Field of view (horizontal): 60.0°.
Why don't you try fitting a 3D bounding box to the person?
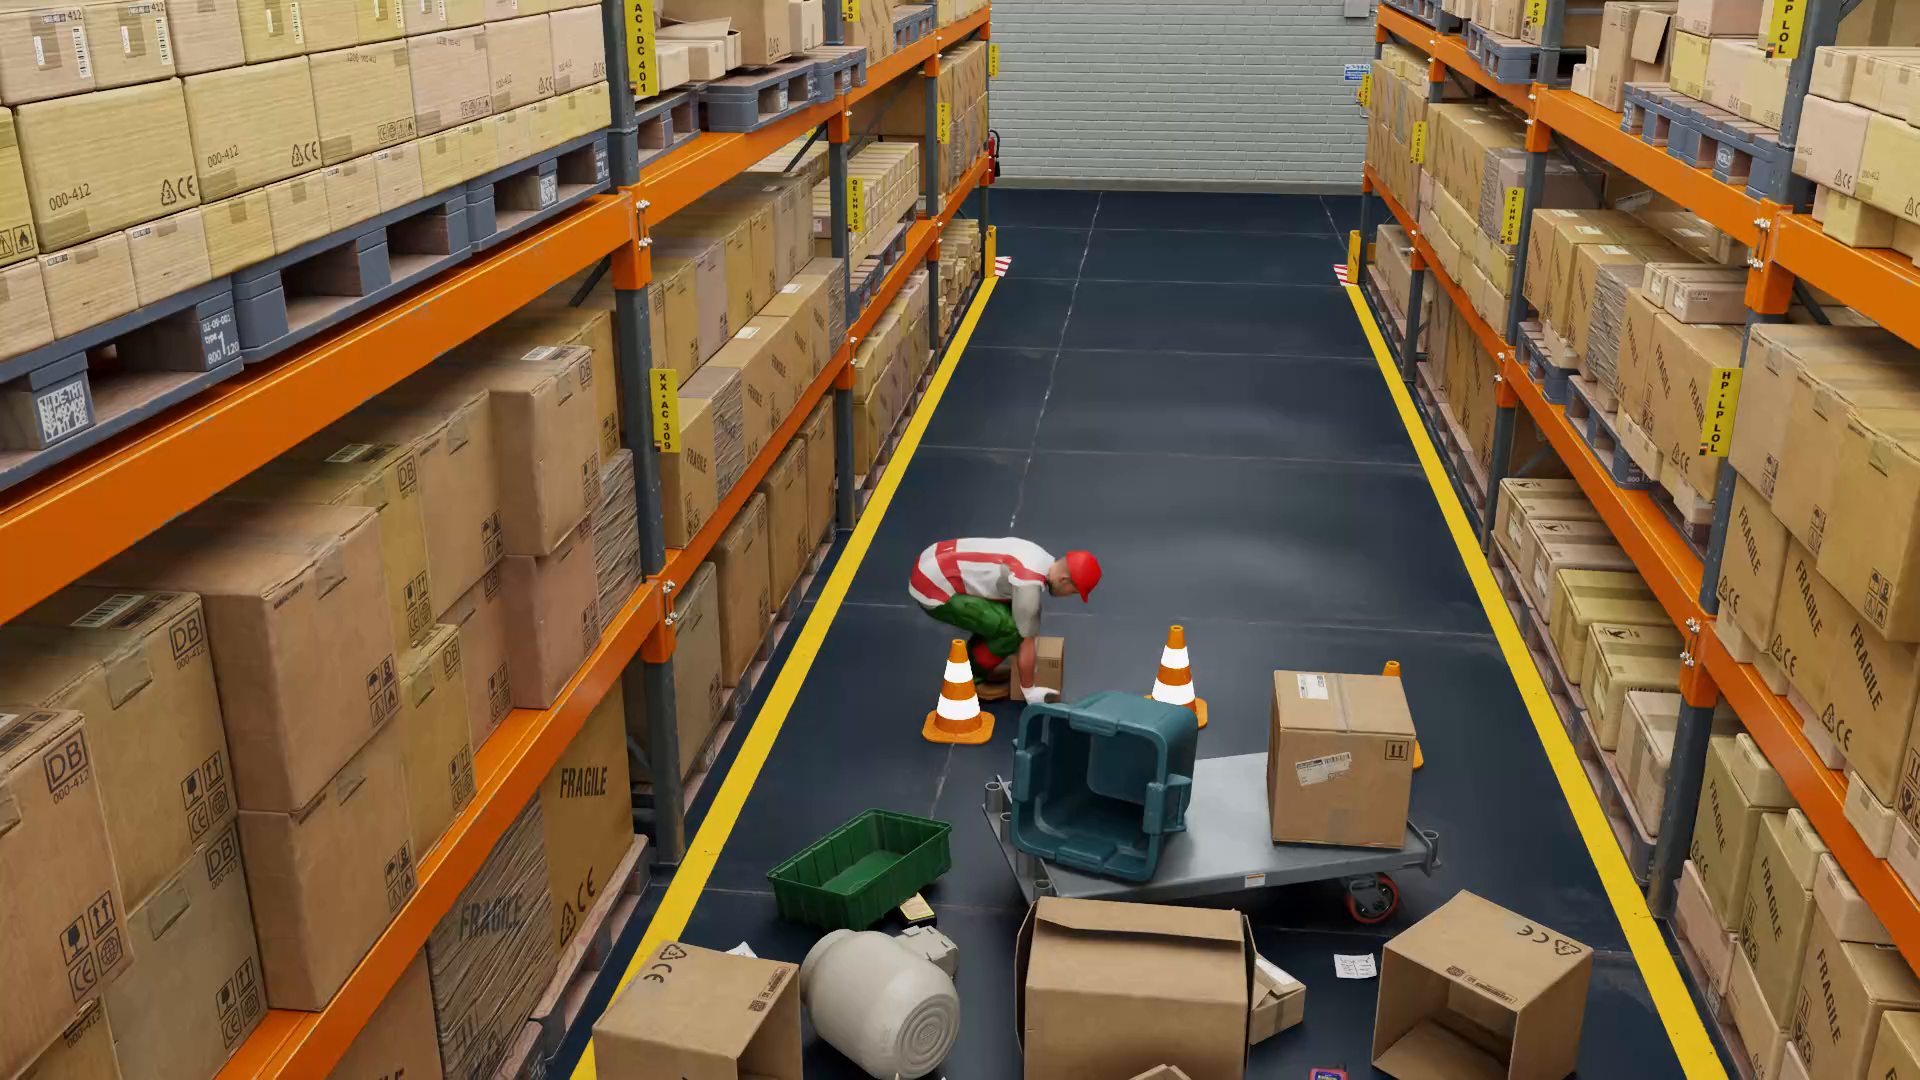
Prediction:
[{"bbox_3d":[0.224,0.400,8.425,0.961,0.826,0.515,2,21,5],"label":"person"}]
